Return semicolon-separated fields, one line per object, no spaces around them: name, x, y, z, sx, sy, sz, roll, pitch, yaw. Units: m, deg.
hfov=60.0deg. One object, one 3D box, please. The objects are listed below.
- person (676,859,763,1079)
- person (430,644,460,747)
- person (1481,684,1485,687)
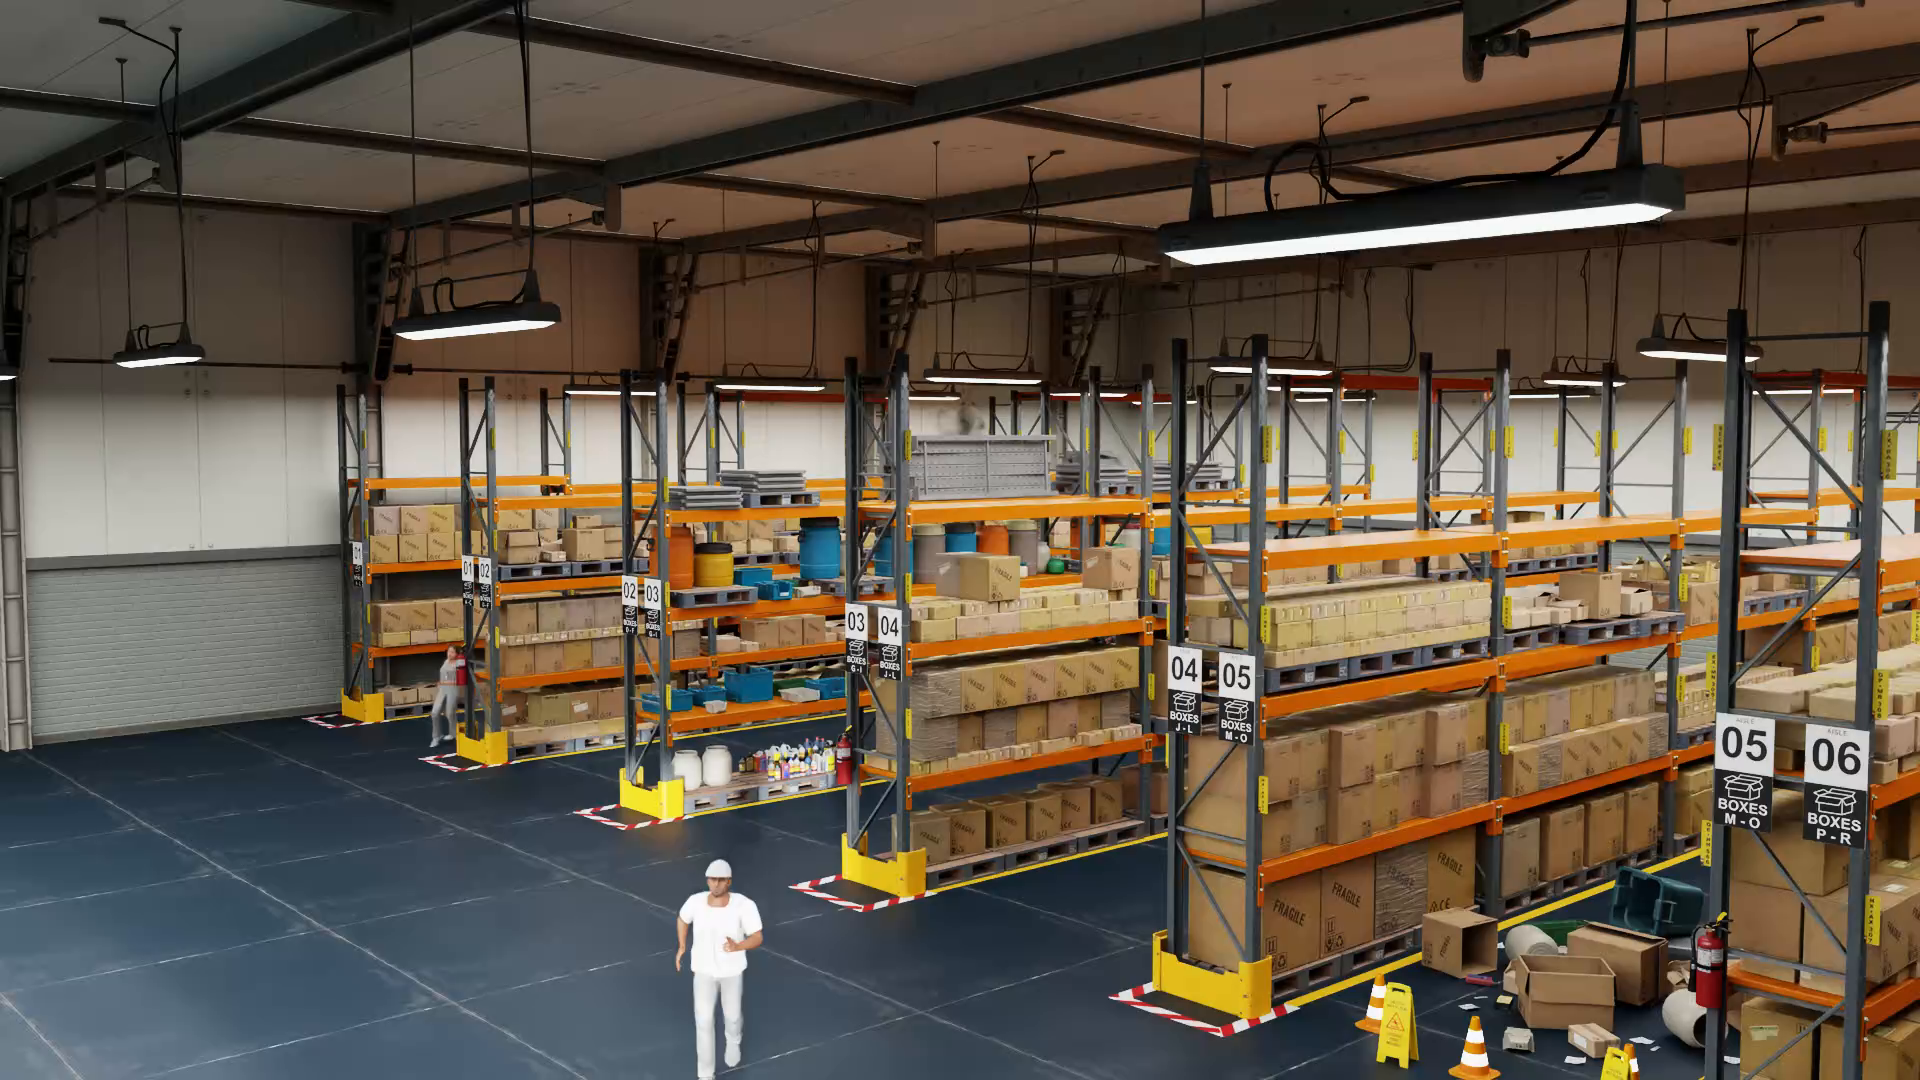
person;-1.897;3.388;13.082;0.705;1.757;0.968;0;4;-2
person;-8.357;2.555;27.364;0.547;1.703;0.671;1;4;18
person;7.702;2.715;23.966;0.693;1.768;0.682;3;5;43
